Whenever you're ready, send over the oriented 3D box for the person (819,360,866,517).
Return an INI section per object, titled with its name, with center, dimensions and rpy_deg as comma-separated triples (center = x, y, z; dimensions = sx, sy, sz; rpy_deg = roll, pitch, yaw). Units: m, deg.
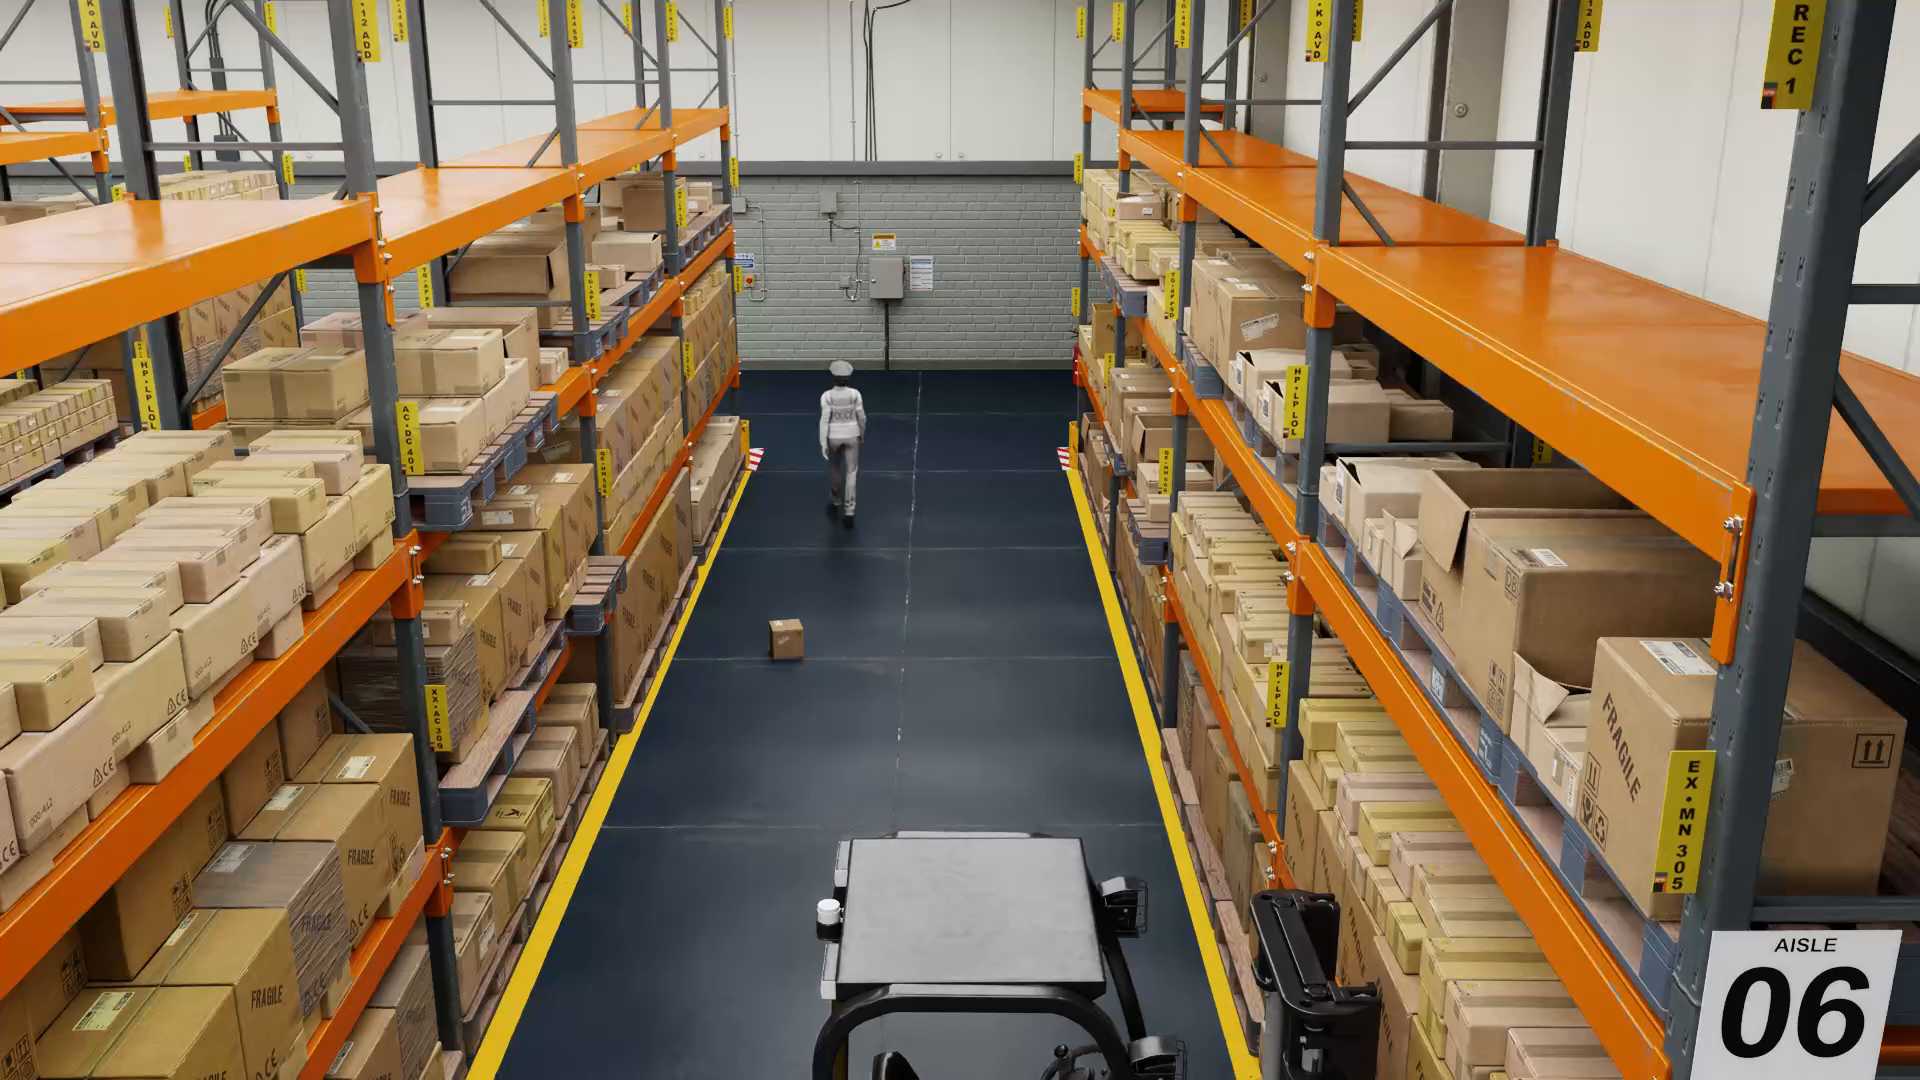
[person]
center = -1.225, -1.083, 17.482
dimensions = 0.486, 1.639, 1.013
rpy_deg = -1, 17, -3
